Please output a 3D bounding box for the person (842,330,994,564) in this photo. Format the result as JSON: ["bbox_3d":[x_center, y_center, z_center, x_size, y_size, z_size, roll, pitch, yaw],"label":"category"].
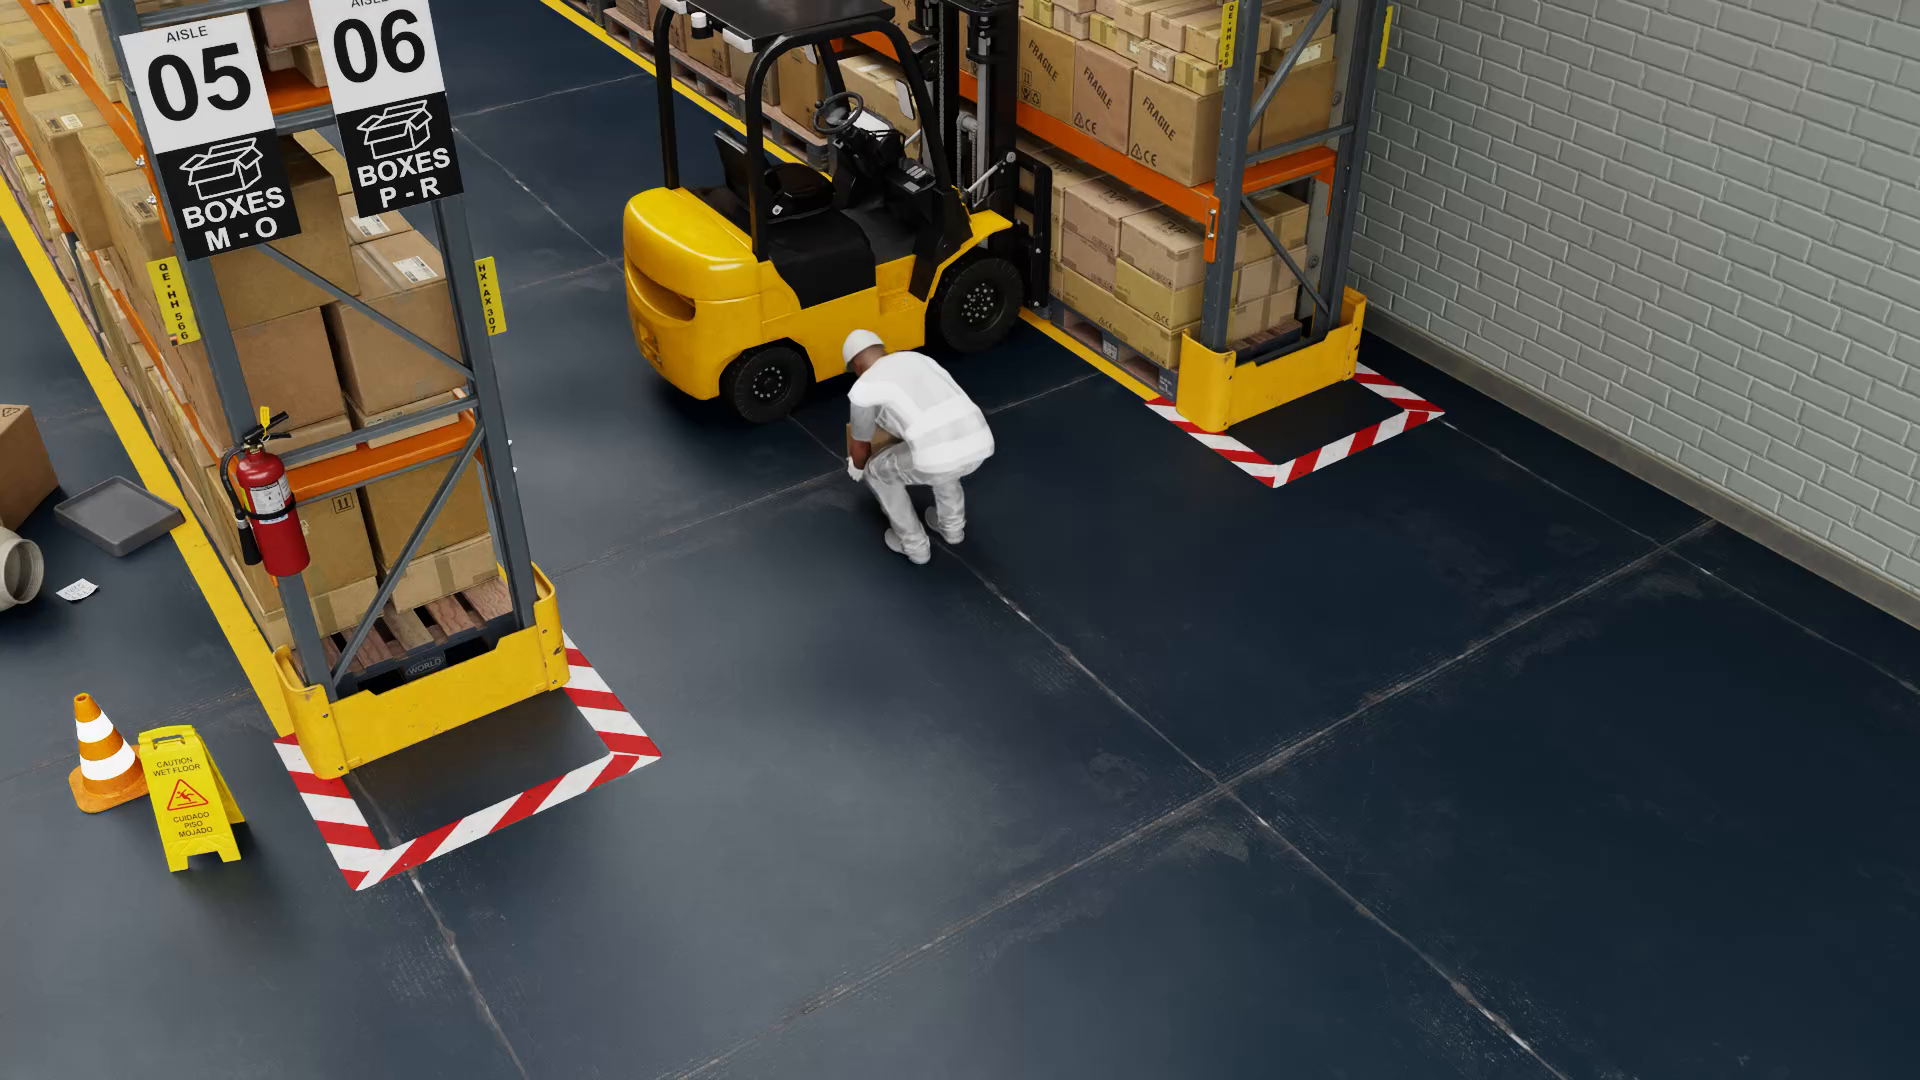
[{"bbox_3d":[-0.253,-0.456,8.283,0.543,0.998,0.958,-24,42,-29],"label":"person"}]
